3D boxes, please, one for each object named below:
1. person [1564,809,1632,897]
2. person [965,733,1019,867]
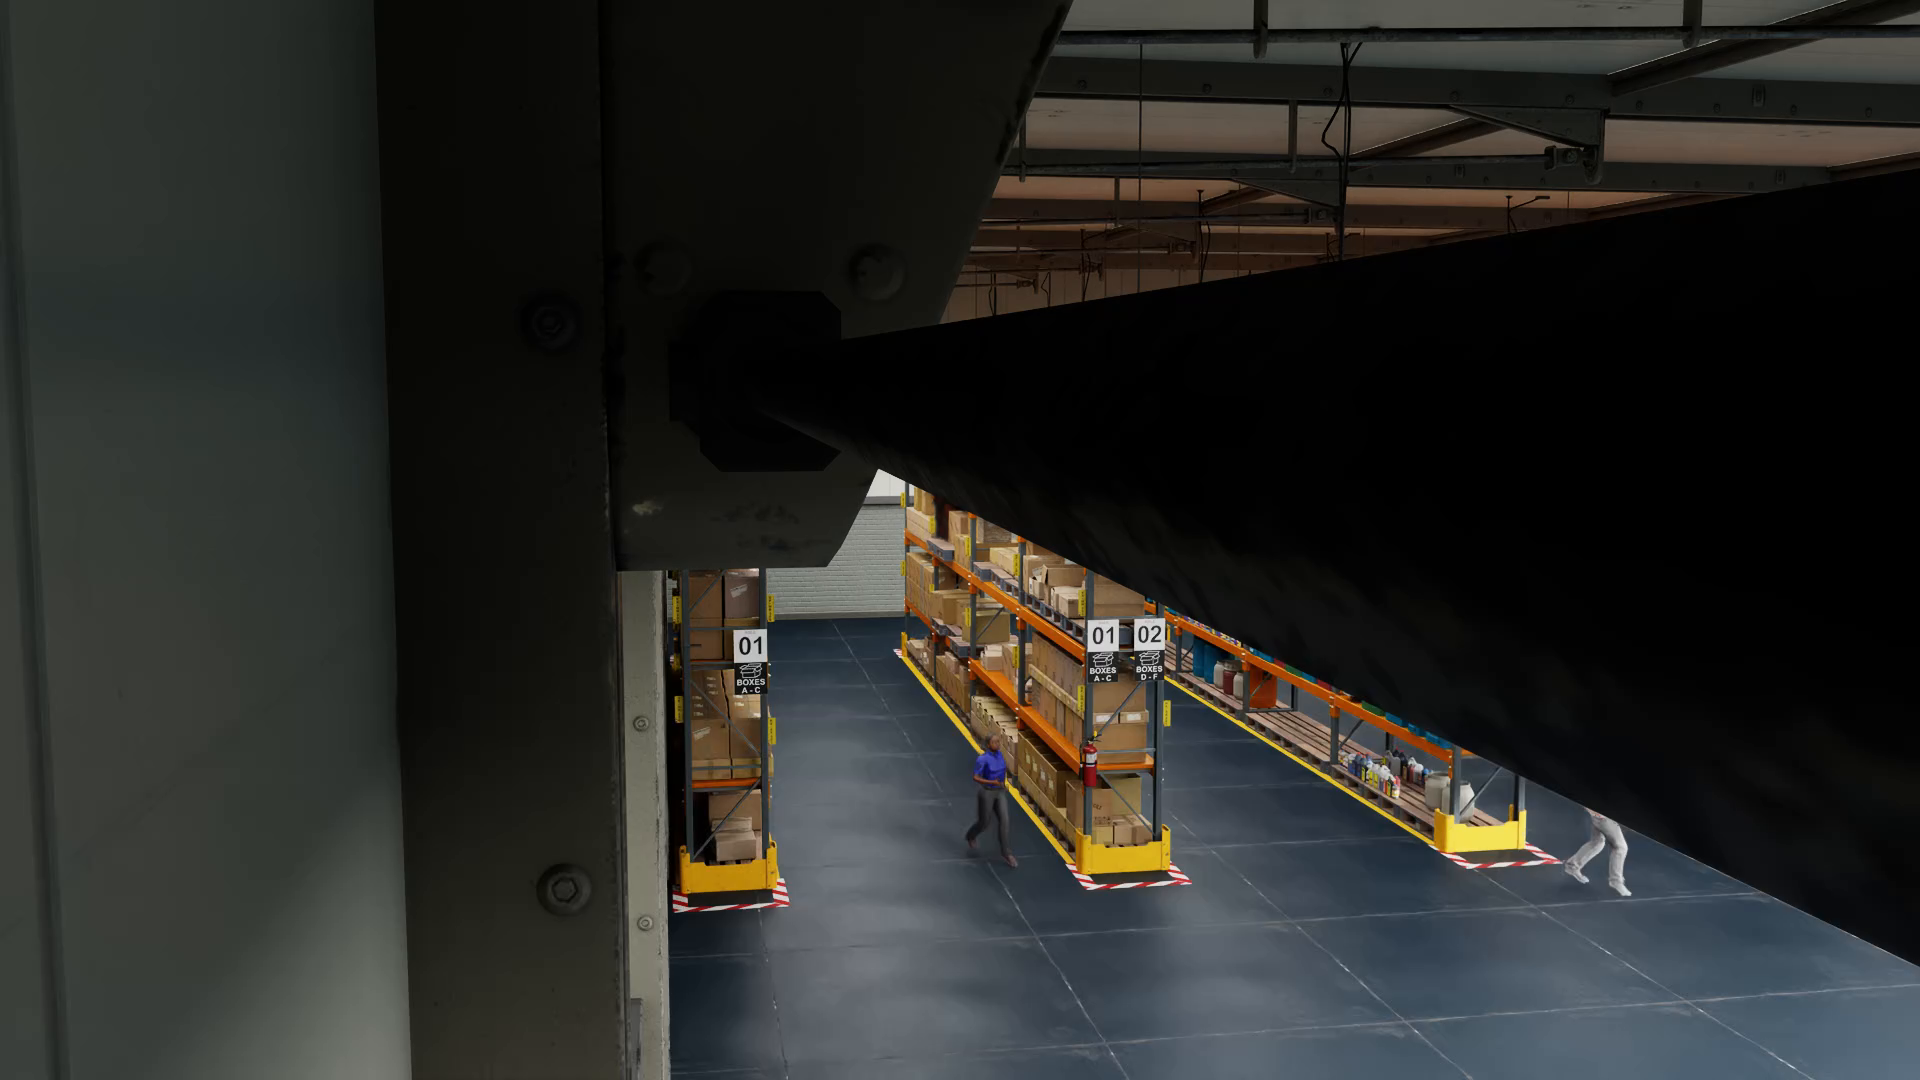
[{"bbox_3d":[7.781,3.364,20.187,0.791,1.828,0.655,3,7,24],"label":"person"},{"bbox_3d":[0.393,3.286,21.304,0.584,1.665,0.936,-4,7,-37],"label":"person"}]
